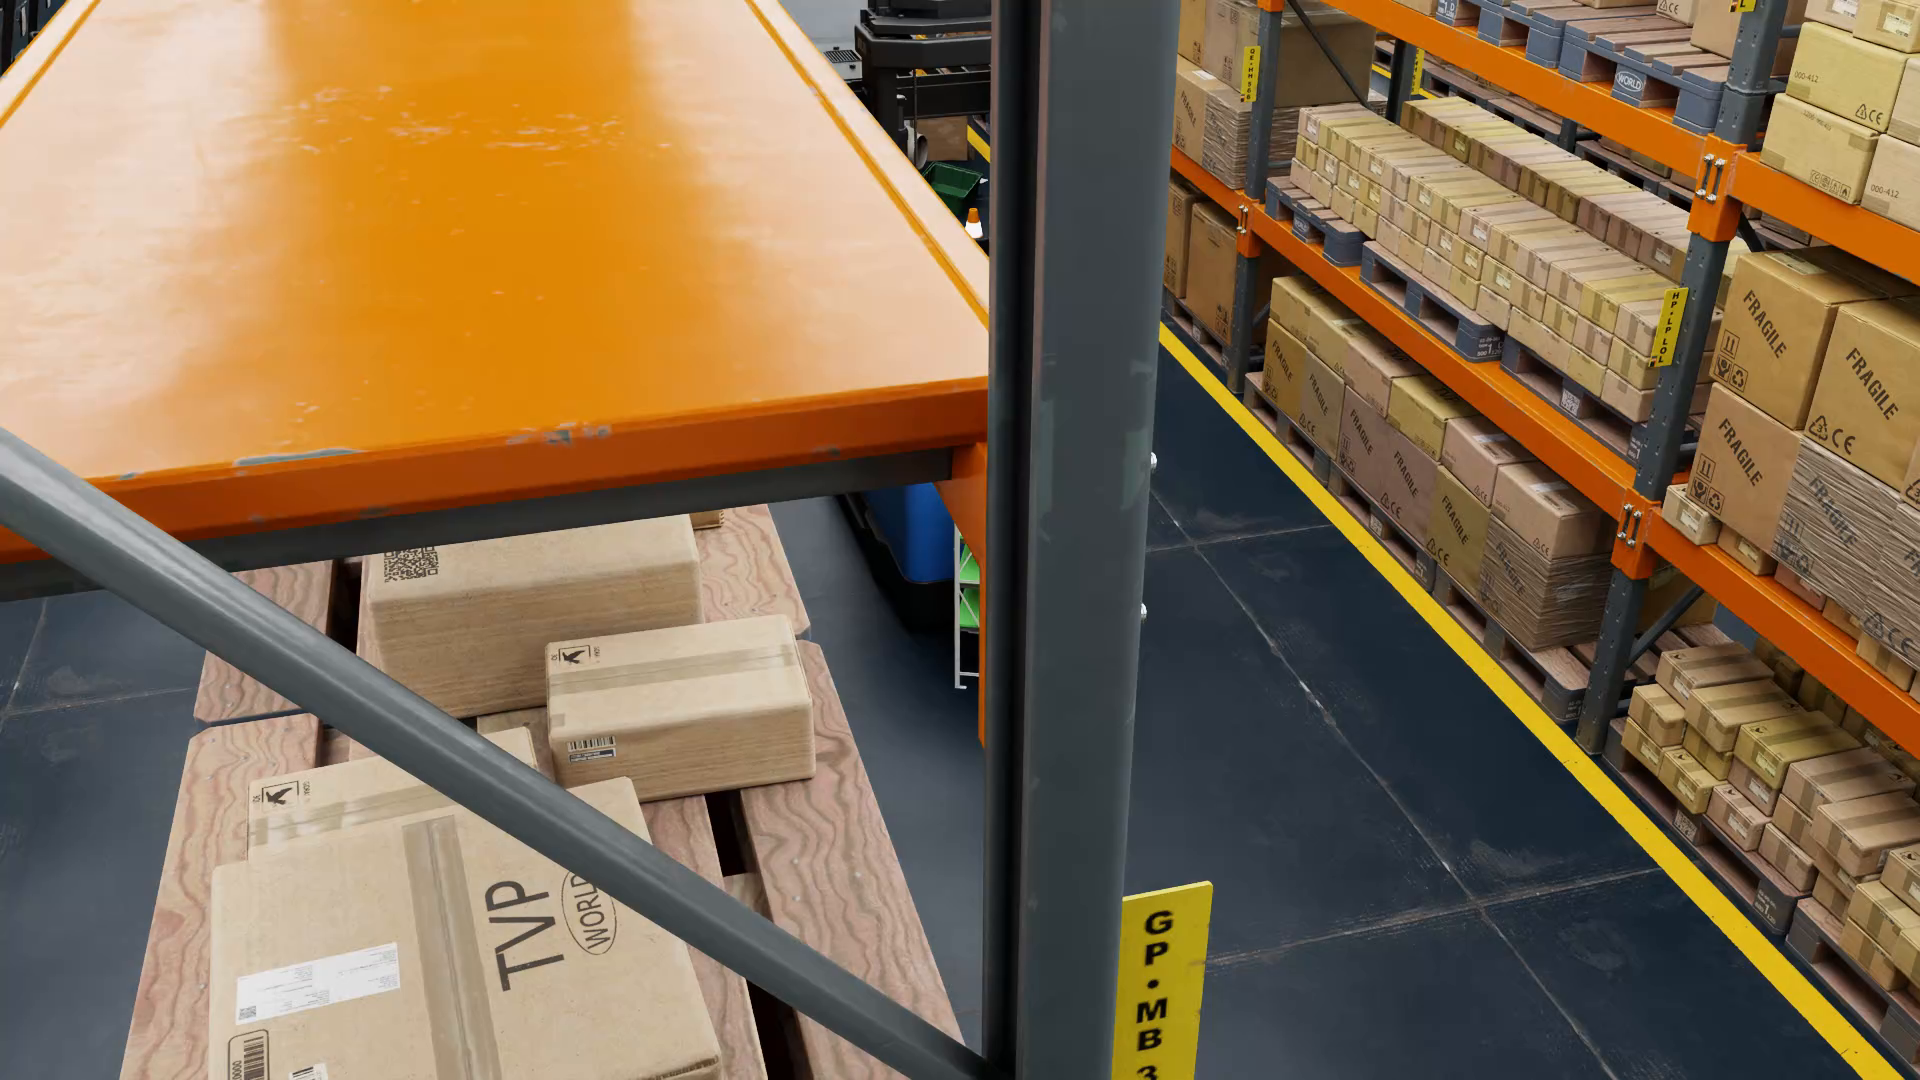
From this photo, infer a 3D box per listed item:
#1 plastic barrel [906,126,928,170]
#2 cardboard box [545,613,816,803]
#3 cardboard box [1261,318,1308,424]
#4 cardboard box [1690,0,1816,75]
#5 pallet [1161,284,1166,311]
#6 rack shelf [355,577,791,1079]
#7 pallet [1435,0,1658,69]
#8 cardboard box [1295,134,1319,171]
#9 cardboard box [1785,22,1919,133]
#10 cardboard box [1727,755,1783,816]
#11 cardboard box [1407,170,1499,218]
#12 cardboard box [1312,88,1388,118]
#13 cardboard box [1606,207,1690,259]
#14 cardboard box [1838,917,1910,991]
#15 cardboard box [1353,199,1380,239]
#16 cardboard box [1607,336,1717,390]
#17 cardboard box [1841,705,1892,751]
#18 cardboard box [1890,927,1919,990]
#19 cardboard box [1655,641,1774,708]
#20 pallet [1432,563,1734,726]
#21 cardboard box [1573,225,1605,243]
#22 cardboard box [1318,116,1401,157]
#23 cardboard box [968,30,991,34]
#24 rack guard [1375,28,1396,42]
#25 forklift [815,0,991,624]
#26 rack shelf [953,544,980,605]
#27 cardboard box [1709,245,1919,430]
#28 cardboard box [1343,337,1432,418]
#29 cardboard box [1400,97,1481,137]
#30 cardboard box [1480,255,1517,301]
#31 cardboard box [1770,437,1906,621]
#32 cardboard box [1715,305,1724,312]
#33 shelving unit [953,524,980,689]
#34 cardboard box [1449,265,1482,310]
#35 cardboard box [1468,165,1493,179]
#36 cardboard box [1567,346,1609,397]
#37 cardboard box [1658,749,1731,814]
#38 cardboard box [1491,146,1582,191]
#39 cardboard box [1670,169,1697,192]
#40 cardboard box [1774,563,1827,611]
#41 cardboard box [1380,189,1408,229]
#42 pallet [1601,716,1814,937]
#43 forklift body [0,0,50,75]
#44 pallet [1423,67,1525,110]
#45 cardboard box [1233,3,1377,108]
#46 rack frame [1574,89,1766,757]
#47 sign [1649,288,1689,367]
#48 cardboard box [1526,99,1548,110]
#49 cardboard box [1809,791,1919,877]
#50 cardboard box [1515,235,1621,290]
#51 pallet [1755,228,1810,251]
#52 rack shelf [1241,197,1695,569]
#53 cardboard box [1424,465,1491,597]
[{"bbox_3d":[-0.582,-3.501,14.877,0.512,0.421,0.421,13,32,21],"label":"plastic barrel"},{"bbox_3d":[-0.430,0.260,2.544,0.380,0.149,0.250,-7,31,-11],"label":"cardboard box"},{"bbox_3d":[2.202,-1.065,10.171,0.500,0.500,0.500,-9,31,-15],"label":"cardboard box"},{"bbox_3d":[3.327,-2.129,6.421,0.700,0.500,0.500,-8,31,-13],"label":"cardboard box"},{"bbox_3d":[1.803,-2.113,12.689,1.003,0.211,1.213,-8,31,-13],"label":"pallet"},{"bbox_3d":[-0.893,0.277,3.500,1.077,0.370,4.000,-8,31,-13],"label":"rack shelf"},{"bbox_3d":[2.982,-2.438,7.662,1.213,0.211,1.003,-8,31,-13],"label":"pallet"},{"bbox_3d":[2.194,-2.282,9.733,0.380,0.149,0.250,-6,31,-11],"label":"cardboard box"},{"bbox_3d":[3.218,-1.594,5.666,0.500,0.250,0.500,-7,31,-12],"label":"cardboard box"},{"bbox_3d":[3.362,0.956,6.734,0.380,0.149,0.250,-8,31,-14],"label":"cardboard box"},{"bbox_3d":[2.546,-1.787,8.582,0.380,0.149,0.250,-7,31,-12],"label":"cardboard box"},{"bbox_3d":[2.401,-2.637,10.711,0.500,0.500,0.500,-8,31,-13],"label":"cardboard box"},{"bbox_3d":[3.382,-1.493,8.073,0.380,0.149,0.250,-8,31,-14],"label":"cardboard box"},{"bbox_3d":[3.492,1.483,6.120,0.380,0.149,0.250,-9,31,-15],"label":"cardboard box"},{"bbox_3d":[2.400,-1.781,9.164,0.380,0.149,0.250,-6,31,-11],"label":"cardboard box"},{"bbox_3d":[3.025,-0.776,7.131,0.380,0.149,0.250,-7,31,-12],"label":"cardboard box"},{"bbox_3d":[3.846,0.761,6.774,0.380,0.149,0.250,-8,31,-14],"label":"cardboard box"},{"bbox_3d":[3.528,1.475,5.837,0.380,0.149,0.250,-8,31,-13],"label":"cardboard box"},{"bbox_3d":[3.213,0.580,7.086,0.380,0.149,0.250,-7,31,-11],"label":"cardboard box"},{"bbox_3d":[3.113,0.422,8.309,1.003,0.211,1.213,-8,31,-13],"label":"pallet"},{"bbox_3d":[3.307,-1.495,8.373,0.380,0.149,0.250,-8,31,-14],"label":"cardboard box"},{"bbox_3d":[2.269,-2.293,9.454,0.380,0.149,0.250,-9,31,-15],"label":"cardboard box"},{"bbox_3d":[0.616,-4.723,16.117,0.875,0.875,0.875,-8,31,-14],"label":"cardboard box"},{"bbox_3d":[4.965,-5.696,18.593,1.175,0.500,0.348,-8,31,-13],"label":"rack guard"},{"bbox_3d":[-0.173,-1.572,9.040,1.130,2.935,3.031,-8,31,-14],"label":"forklift"},{"bbox_3d":[0.129,0.134,7.948,0.258,0.148,0.480,4,30,7],"label":"rack shelf"},{"bbox_3d":[3.206,-0.763,6.179,0.500,0.500,0.500,-7,31,-12],"label":"cardboard box"},{"bbox_3d":[2.463,-0.914,9.162,0.500,0.250,0.500,-8,31,-13],"label":"cardboard box"},{"bbox_3d":[2.832,-2.495,9.804,0.380,0.149,0.250,-9,31,-15],"label":"cardboard box"},{"bbox_3d":[2.747,-1.281,8.003,0.380,0.149,0.250,-9,31,-16],"label":"cardboard box"},{"bbox_3d":[3.348,-0.070,5.980,0.500,0.500,0.500,-8,31,-13],"label":"cardboard box"},{"bbox_3d":[3.590,-0.987,7.495,0.380,0.149,0.250,-8,31,-14],"label":"cardboard box"},{"bbox_3d":[0.129,0.079,7.916,0.258,1.200,0.503,4,30,7],"label":"shelving unit"},{"bbox_3d":[2.676,-1.276,8.292,0.380,0.149,0.250,-7,31,-11],"label":"cardboard box"},{"bbox_3d":[3.041,-1.988,9.225,0.380,0.149,0.250,-8,31,-13],"label":"cardboard box"},{"bbox_3d":[2.955,-0.773,7.422,0.380,0.149,0.250,-8,31,-13],"label":"cardboard box"},{"bbox_3d":[3.179,0.991,6.971,0.380,0.149,0.250,-7,31,-12],"label":"cardboard box"},{"bbox_3d":[3.099,-2.001,8.951,0.380,0.149,0.250,-8,31,-13],"label":"cardboard box"},{"bbox_3d":[6.406,-3.189,13.822,0.700,0.500,0.500,-11,32,-18],"label":"cardboard box"},{"bbox_3d":[3.343,0.117,6.304,0.380,0.149,0.250,-9,31,-15],"label":"cardboard box"},{"bbox_3d":[2.475,-1.781,8.867,0.380,0.149,0.250,-8,31,-13],"label":"cardboard box"},{"bbox_3d":[3.534,1.118,7.108,1.003,0.211,1.213,-8,31,-13],"label":"pallet"},{"bbox_3d":[-7.132,-3.795,13.659,2.313,2.155,1.214,-8,31,-13],"label":"forklift body"},{"bbox_3d":[5.467,-4.586,16.963,1.003,0.211,1.213,-8,31,-13],"label":"pallet"},{"bbox_3d":[2.150,-3.035,10.401,0.700,0.500,0.500,-8,31,-14],"label":"cardboard box"},{"bbox_3d":[3.321,-0.409,6.962,1.000,3.000,0.127,-8,31,-13],"label":"rack frame"},{"bbox_3d":[2.787,-0.834,6.541,0.100,0.325,0.005,-8,31,-13],"label":"sign"},{"bbox_3d":[5.780,-4.457,16.032,0.500,0.500,0.500,2,30,3],"label":"cardboard box"},{"bbox_3d":[3.424,1.093,6.200,0.380,0.149,0.250,-7,31,-12],"label":"cardboard box"},{"bbox_3d":[2.818,-1.288,7.719,0.380,0.149,0.250,-8,31,-13],"label":"cardboard box"},{"bbox_3d":[6.863,-2.122,12.705,1.003,0.211,1.213,-8,31,-13],"label":"pallet"},{"bbox_3d":[2.791,-1.063,8.811,1.077,0.370,4.000,-8,31,-13],"label":"rack shelf"},{"bbox_3d":[2.746,-0.080,8.470,0.500,0.500,0.500,-9,31,-14],"label":"cardboard box"}]
